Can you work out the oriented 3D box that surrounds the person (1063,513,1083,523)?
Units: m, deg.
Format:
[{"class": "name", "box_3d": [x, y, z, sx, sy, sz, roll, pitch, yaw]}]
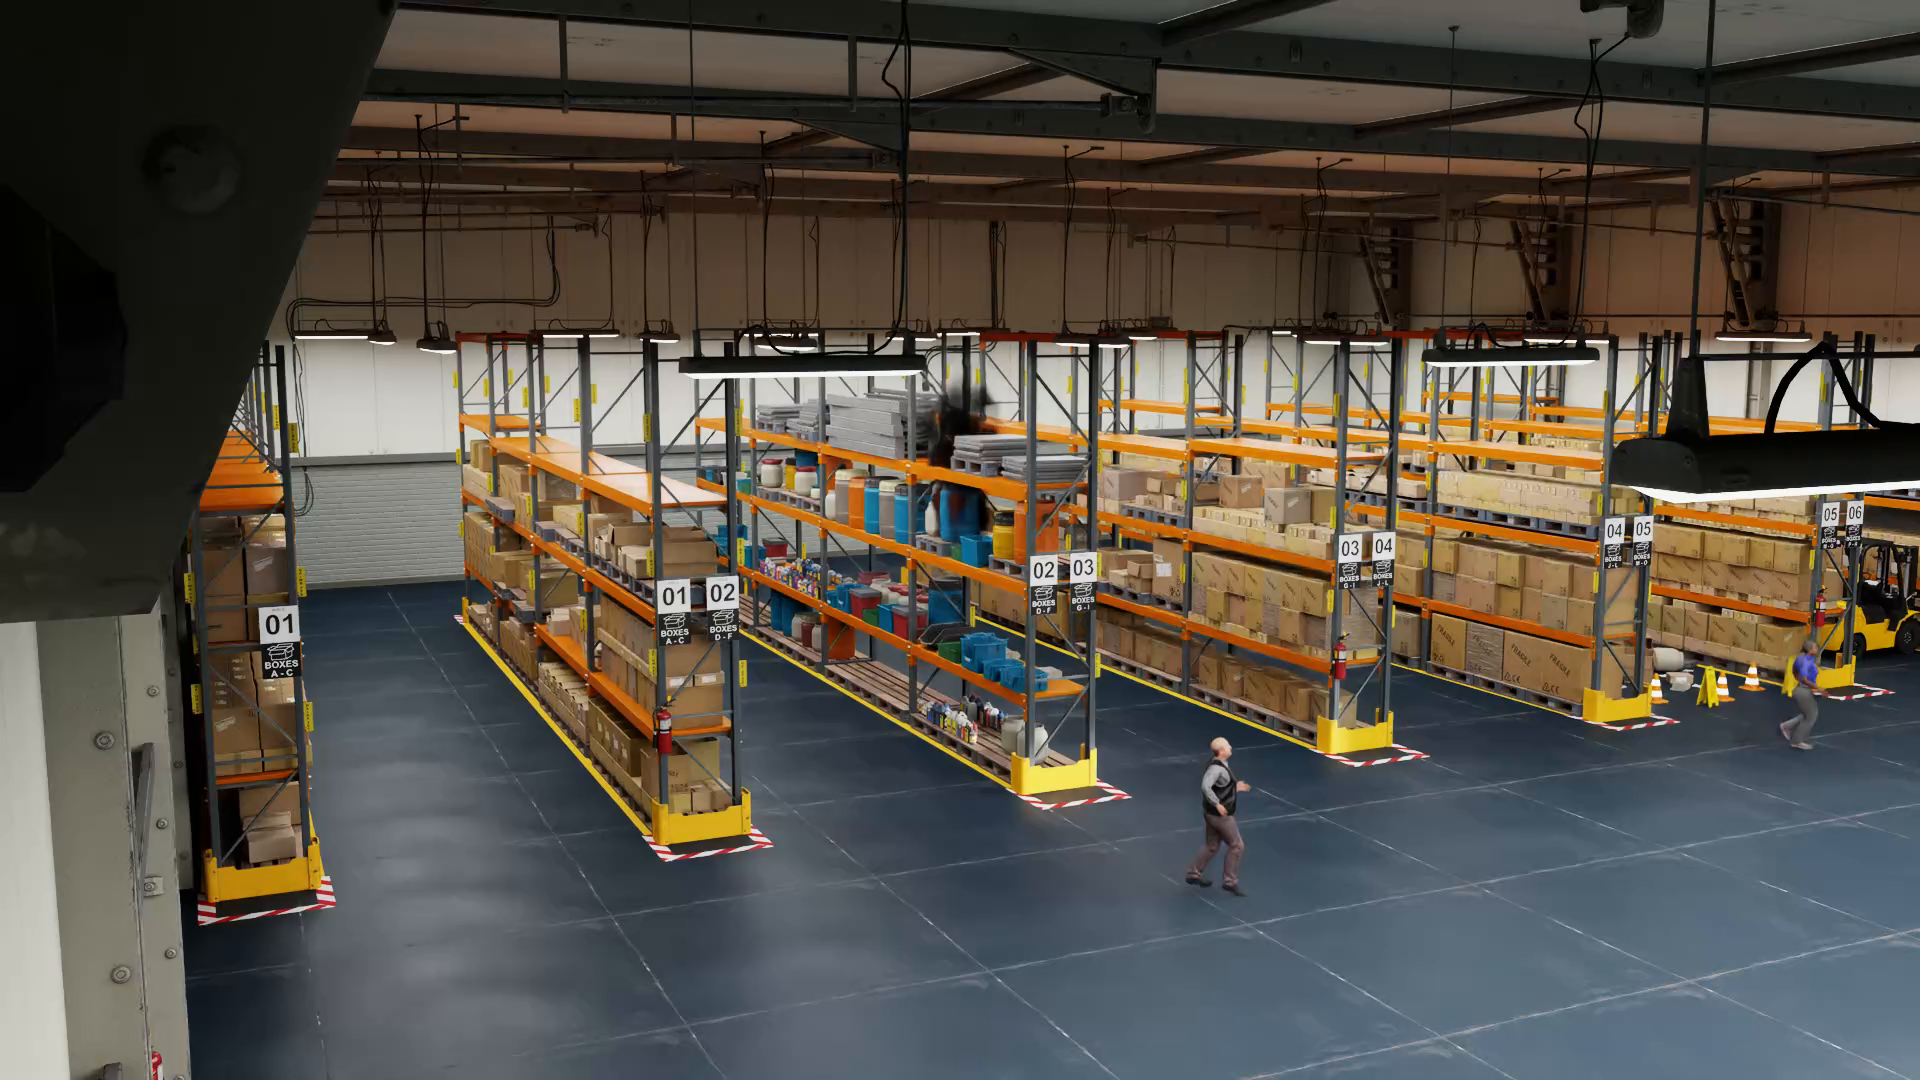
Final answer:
[{"class": "person", "box_3d": [2.702, -0.010, 41.024, 0.642, 1.687, 0.773, 5, 9, 34]}]

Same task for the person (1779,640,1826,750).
[{"class": "person", "box_3d": [12.358, 2.264, 24.356, 0.557, 1.624, 0.589, 3, 8, 19]}]

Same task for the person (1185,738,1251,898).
[{"class": "person", "box_3d": [2.838, 3.042, 18.239, 0.707, 1.782, 0.647, 0, 8, 0]}]
